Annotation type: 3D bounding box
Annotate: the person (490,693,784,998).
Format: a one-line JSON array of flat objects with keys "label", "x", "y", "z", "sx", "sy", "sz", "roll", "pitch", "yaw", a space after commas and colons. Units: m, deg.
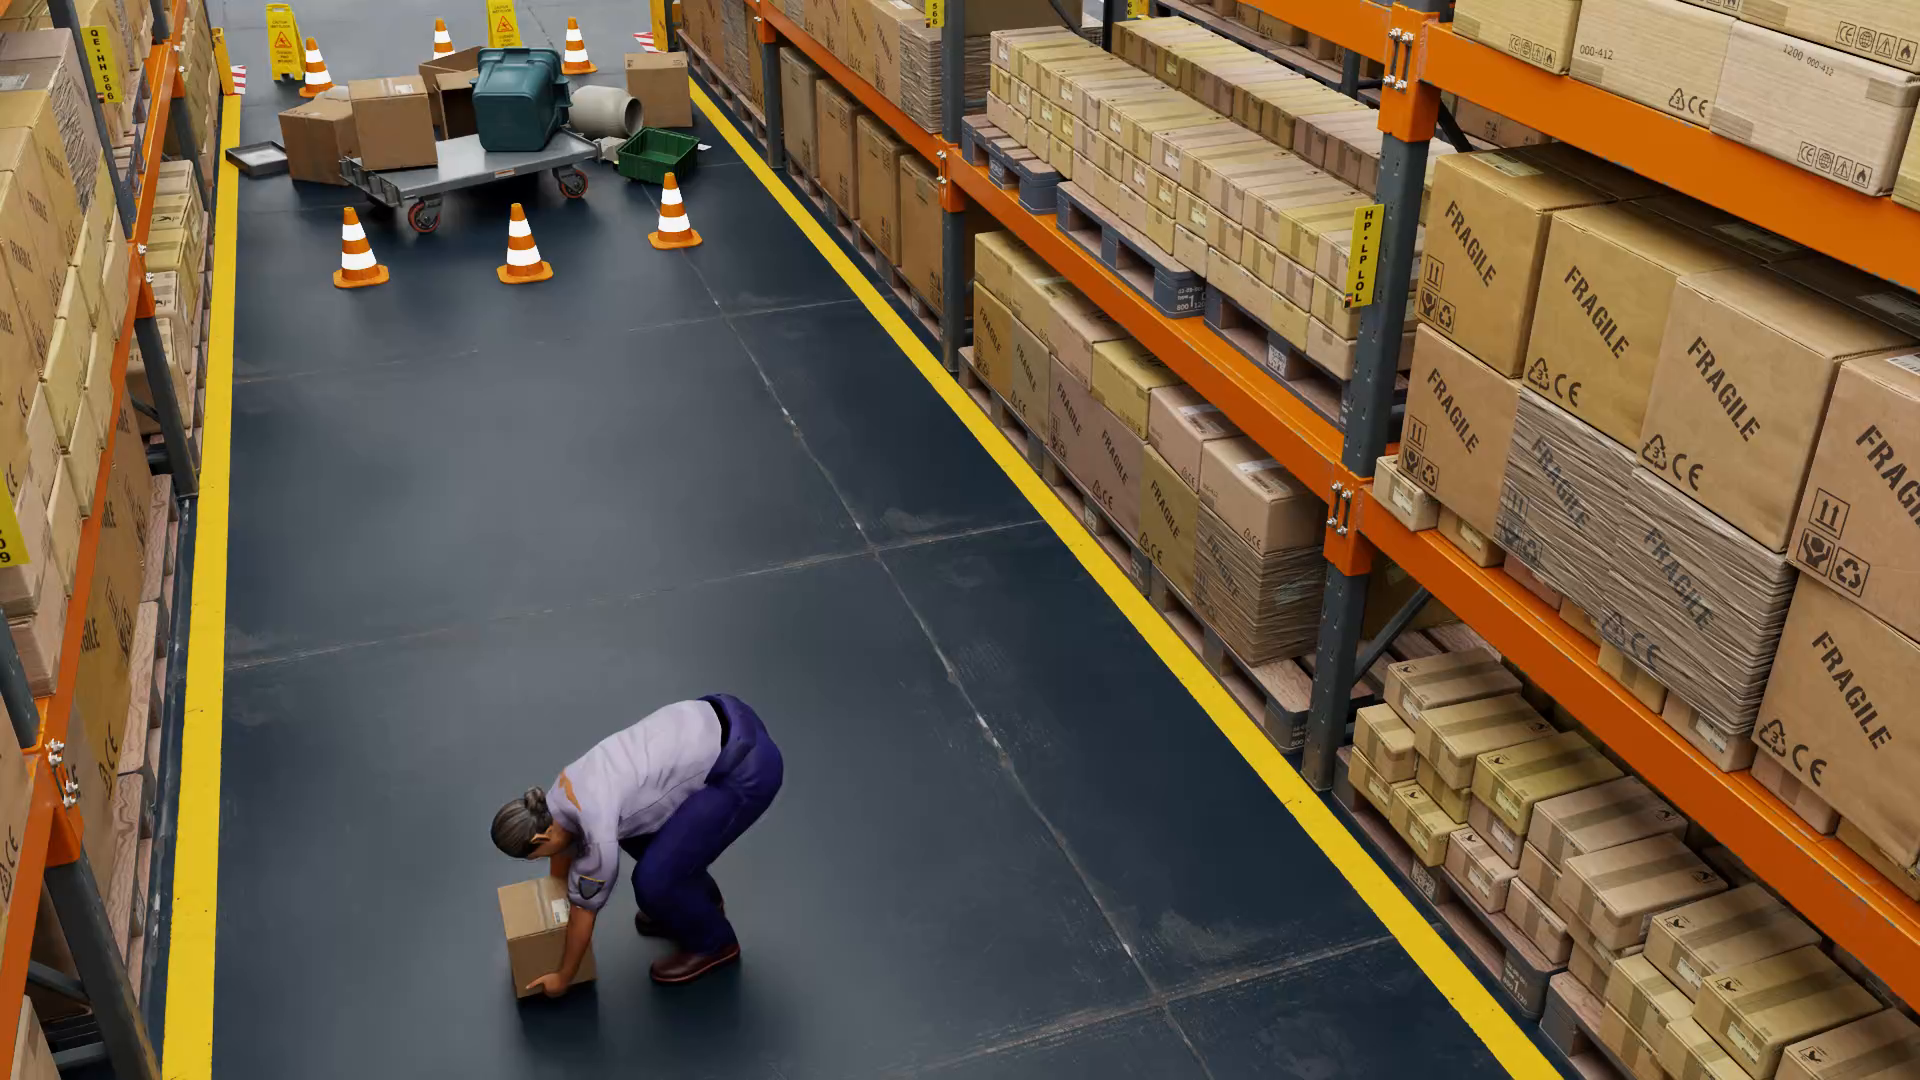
[{"label": "person", "x": -0.996, "y": 0.966, "z": 5.241, "sx": 0.895, "sy": 0.880, "sz": 0.496, "roll": -12, "pitch": 32, "yaw": -20}]
